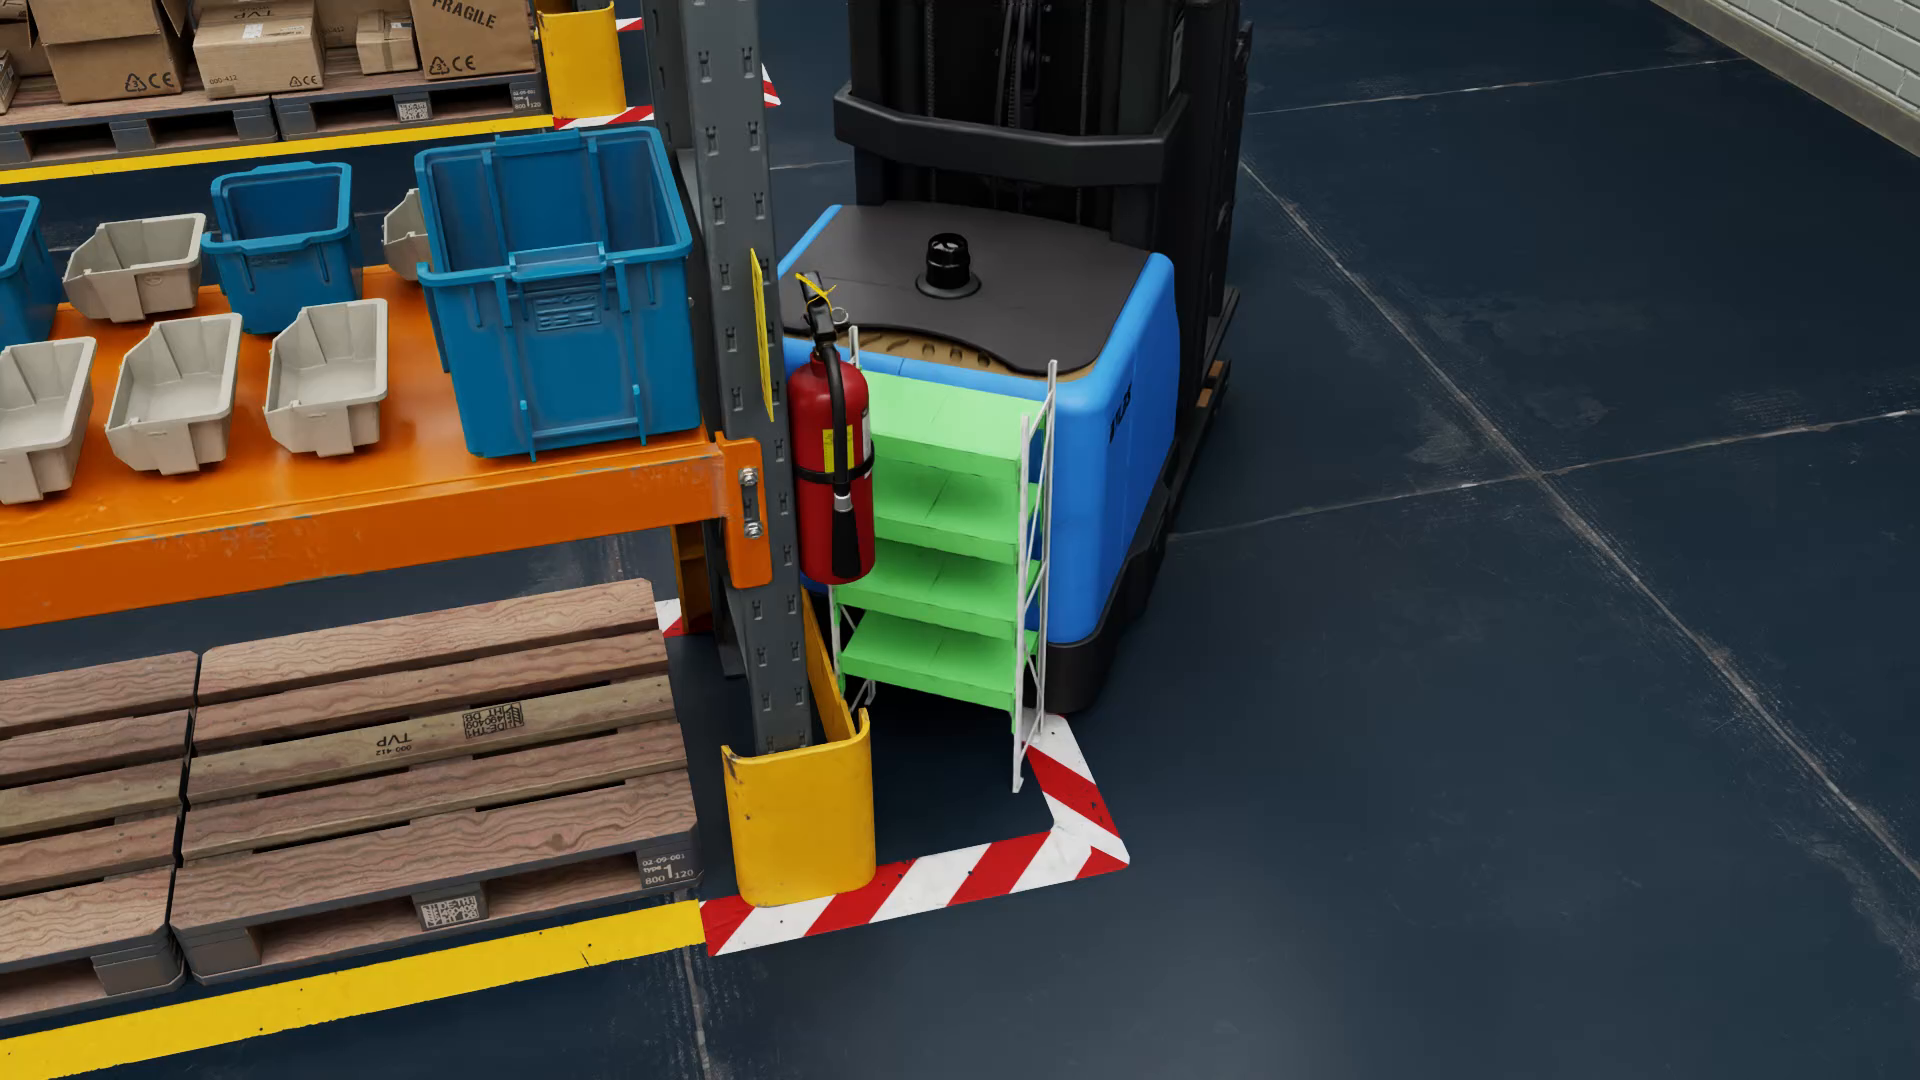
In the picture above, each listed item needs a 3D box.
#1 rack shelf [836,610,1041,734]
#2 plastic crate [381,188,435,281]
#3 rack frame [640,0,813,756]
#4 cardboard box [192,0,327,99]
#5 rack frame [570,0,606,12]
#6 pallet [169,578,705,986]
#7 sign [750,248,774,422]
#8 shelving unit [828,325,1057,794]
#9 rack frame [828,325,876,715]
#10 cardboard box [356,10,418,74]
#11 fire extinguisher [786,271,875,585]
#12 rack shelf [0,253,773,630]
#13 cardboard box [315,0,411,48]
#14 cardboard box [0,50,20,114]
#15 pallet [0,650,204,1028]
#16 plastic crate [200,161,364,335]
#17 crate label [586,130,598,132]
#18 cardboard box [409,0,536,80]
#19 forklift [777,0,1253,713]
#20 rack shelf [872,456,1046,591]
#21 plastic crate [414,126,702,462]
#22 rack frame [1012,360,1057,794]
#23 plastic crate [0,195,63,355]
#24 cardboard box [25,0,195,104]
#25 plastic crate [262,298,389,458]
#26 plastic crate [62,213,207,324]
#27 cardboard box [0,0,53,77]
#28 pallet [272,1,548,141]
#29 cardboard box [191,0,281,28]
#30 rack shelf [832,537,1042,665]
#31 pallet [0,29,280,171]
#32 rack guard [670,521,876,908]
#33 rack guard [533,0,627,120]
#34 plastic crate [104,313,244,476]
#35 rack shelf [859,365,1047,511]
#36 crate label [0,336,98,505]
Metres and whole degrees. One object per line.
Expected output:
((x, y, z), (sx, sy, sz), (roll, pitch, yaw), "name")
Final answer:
((-0.050, 0.317, 4.339), (0.480, 0.148, 0.258), (11, 40, 14), "rack shelf")
((-1.189, -0.711, 3.878), (0.298, 0.136, 0.250), (-9, 38, -12), "plastic crate")
((-0.534, -0.640, 3.618), (0.127, 3.000, 1.000), (-9, 38, -12), "rack frame")
((-3.207, -2.265, 7.643), (0.500, 0.250, 0.500), (-9, 38, -12), "cardboard box")
((-1.821, -3.546, 7.416), (0.127, 3.000, 1.000), (-9, 38, -12), "rack frame")
((-1.340, 0.576, 4.324), (1.213, 0.211, 1.003), (-9, 38, -12), "pallet")
((-0.374, -0.384, 3.149), (0.005, 0.325, 0.100), (-9, 38, -12), "sign")
((-0.052, 0.081, 4.149), (0.503, 1.200, 0.258), (11, 40, 14), "shelving unit")
((-0.283, 0.034, 4.209), (0.015, 1.200, 0.240), (11, 40, 14), "rack frame")
((-2.697, -2.353, 7.827), (0.250, 0.166, 0.380), (-9, 38, -12), "cardboard box")
((-0.269, -0.218, 3.437), (0.183, 0.674, 0.296), (-9, 38, -12), "fire extinguisher")
((-2.464, -0.037, 3.422), (4.000, 0.370, 1.077), (-9, 38, -12), "rack shelf")
((-2.903, -2.630, 8.120), (0.500, 0.250, 0.500), (-9, 38, -12), "cardboard box")
((-4.389, -2.044, 7.423), (0.250, 0.166, 0.380), (-9, 38, -12), "cardboard box")
((-2.515, 0.767, 4.074), (1.213, 0.211, 1.003), (-9, 38, -12), "pallet")
((-1.493, -0.647, 3.715), (0.300, 0.233, 0.416), (-9, 38, -12), "plastic crate")
((-0.858, -0.751, 3.851), (0.303, 0.233, 0.416), (-9, 38, -12), "crate label")
((-2.282, -2.497, 7.741), (0.500, 0.500, 0.500), (-9, 38, -12), "cardboard box")
((0.319, -1.592, 4.918), (1.130, 2.935, 3.031), (11, 39, 14), "forklift")
((-0.052, -0.056, 4.038), (0.480, 0.148, 0.258), (11, 40, 14), "rack shelf")
((-0.808, -0.515, 3.376), (0.499, 0.435, 0.616), (-9, 38, -12), "plastic crate")
((0.180, 0.128, 4.089), (0.015, 1.200, 0.240), (11, 40, 14), "rack frame")
((-2.129, -0.543, 3.579), (0.300, 0.233, 0.416), (-9, 38, -12), "plastic crate")
((-3.871, -2.396, 7.606), (0.637, 0.503, 0.797), (-9, 38, -12), "cardboard box")
((-1.274, -0.323, 3.372), (0.243, 0.136, 0.396), (-9, 38, -12), "plastic crate")
((-1.844, -0.603, 3.737), (0.298, 0.136, 0.250), (-9, 38, -12), "plastic crate")
((-4.483, -2.394, 7.762), (0.500, 0.311, 0.500), (-9, 38, -12), "cardboard box")
((-2.664, -2.299, 8.082), (1.213, 0.211, 1.003), (-9, 38, -12), "pallet")
((-3.386, -2.550, 8.016), (0.500, 0.250, 0.500), (-9, 38, -12), "cardboard box")
((-0.051, 0.131, 4.189), (0.480, 0.148, 0.258), (11, 40, 14), "rack shelf")
((-3.840, -2.108, 7.832), (1.213, 0.211, 1.003), (-9, 38, -12), "pallet")
((-0.514, 0.342, 4.392), (0.348, 0.500, 1.175), (-9, 38, -12), "rack guard")
((-1.895, -2.541, 8.160), (0.348, 0.500, 1.175), (-9, 38, -12), "rack guard")
((-1.557, -0.286, 3.323), (0.243, 0.136, 0.396), (-9, 38, -12), "plastic crate")
((-0.053, -0.243, 3.888), (0.480, 0.148, 0.258), (11, 40, 14), "rack shelf")
((-1.820, -0.228, 3.246), (0.243, 0.136, 0.396), (-9, 38, -12), "crate label")
